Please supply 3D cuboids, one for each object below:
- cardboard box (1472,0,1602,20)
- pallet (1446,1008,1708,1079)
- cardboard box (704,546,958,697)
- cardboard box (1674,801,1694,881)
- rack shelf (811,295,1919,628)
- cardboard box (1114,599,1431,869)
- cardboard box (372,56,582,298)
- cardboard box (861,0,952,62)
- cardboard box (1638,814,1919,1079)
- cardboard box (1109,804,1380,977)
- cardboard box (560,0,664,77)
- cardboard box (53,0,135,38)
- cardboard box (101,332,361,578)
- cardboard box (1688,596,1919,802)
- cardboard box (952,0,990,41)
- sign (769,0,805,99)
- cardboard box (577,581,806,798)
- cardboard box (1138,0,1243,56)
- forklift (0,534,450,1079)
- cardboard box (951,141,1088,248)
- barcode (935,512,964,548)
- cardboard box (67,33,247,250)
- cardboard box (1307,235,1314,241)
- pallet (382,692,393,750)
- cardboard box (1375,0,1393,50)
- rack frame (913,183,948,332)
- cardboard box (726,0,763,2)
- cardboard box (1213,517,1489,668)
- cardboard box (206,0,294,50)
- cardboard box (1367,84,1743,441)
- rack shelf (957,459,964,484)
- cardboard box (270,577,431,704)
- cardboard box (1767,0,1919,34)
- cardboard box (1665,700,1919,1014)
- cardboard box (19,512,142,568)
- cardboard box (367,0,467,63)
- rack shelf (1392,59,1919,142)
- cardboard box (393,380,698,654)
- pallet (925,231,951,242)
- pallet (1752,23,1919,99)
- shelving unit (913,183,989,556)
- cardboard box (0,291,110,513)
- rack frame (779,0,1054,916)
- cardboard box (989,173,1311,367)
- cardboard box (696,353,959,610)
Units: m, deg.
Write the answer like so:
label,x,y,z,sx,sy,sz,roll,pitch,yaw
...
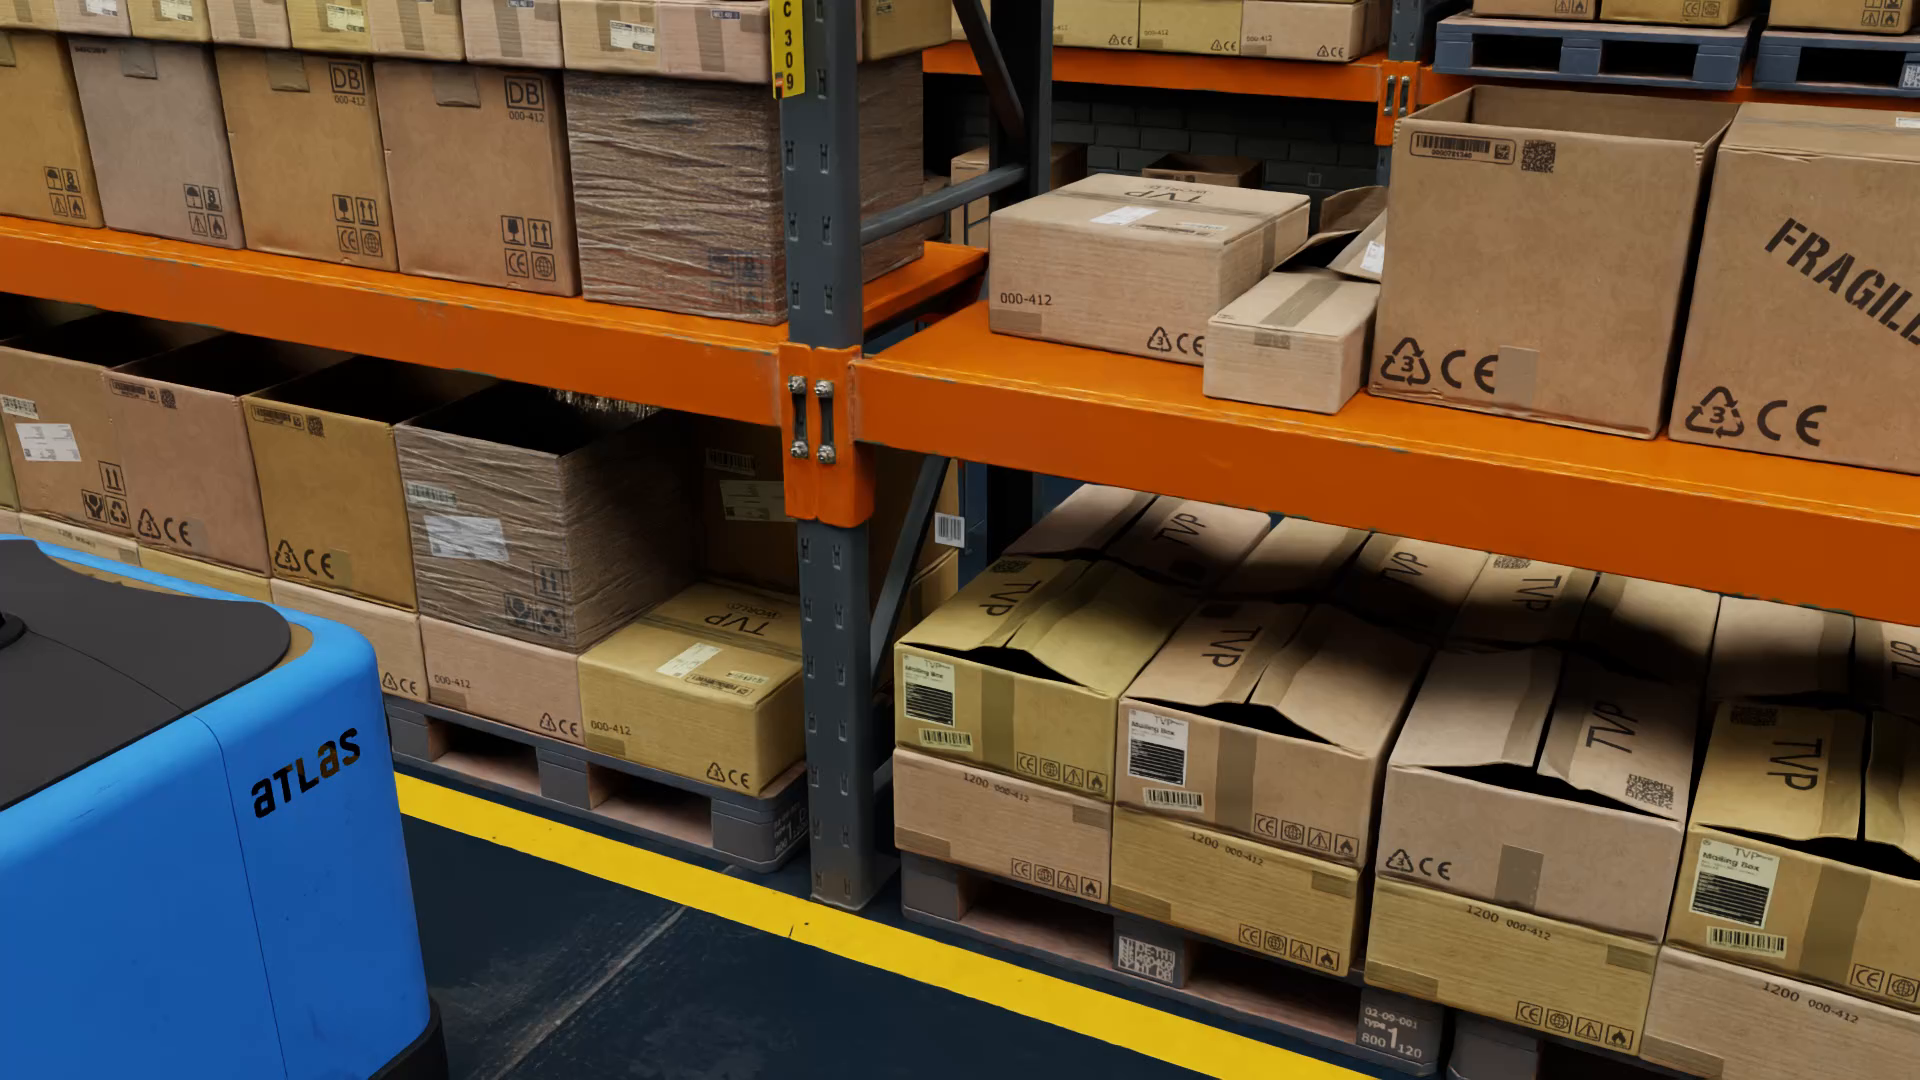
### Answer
label,x,y,z,sx,sy,sz,roll,pitch,yaw
cardboard box,2.610,-2.594,7.328,0.500,0.500,0.700,11,26,25
pallet,1.707,0.898,3.369,1.213,0.211,1.003,11,25,25
cardboard box,-0.338,0.167,4.500,0.500,0.250,0.500,11,25,25
cardboard box,1.801,0.598,3.489,0.500,0.250,0.500,12,26,26
rack shelf,1.724,-0.033,2.913,4.000,0.370,1.077,11,25,25
cardboard box,0.640,0.347,3.361,0.500,0.311,0.500,11,25,24
cardboard box,-0.933,-0.930,3.976,0.500,0.500,0.700,11,25,24
cardboard box,-0.213,-1.177,3.727,0.250,0.149,0.380,11,25,24
cardboard box,1.560,0.784,3.050,0.500,0.250,0.500,12,26,26
cardboard box,0.643,0.604,3.475,0.500,0.250,0.500,12,26,26
cardboard box,-0.620,-1.079,3.498,0.250,0.149,0.380,11,25,23
cardboard box,-2.006,-1.352,4.139,0.250,0.149,0.380,11,26,25
cardboard box,-1.915,-0.258,4.543,0.500,0.500,0.500,11,25,25
cardboard box,1.788,0.337,3.385,0.500,0.311,0.500,11,25,24
cardboard box,0.265,-2.628,8.263,0.500,0.250,0.500,11,26,25
sign,-0.310,-0.958,2.962,0.005,0.325,0.100,11,25,25
cardboard box,-0.573,0.350,4.072,0.500,0.250,0.500,11,25,25
cardboard box,1.170,-2.456,7.859,0.500,0.250,0.500,11,26,25
forklift,-2.047,0.209,1.514,1.130,2.935,3.031,11,26,25
cardboard box,0.319,-1.805,8.793,0.500,0.500,0.700,10,25,21
barcode,-0.021,-0.020,3.370,0.075,0.075,0.001,11,25,25
cardboard box,-1.837,-1.110,4.399,0.500,0.500,0.700,12,26,26
cardboard box,1.680,-1.430,8.338,0.250,0.166,0.380,8,24,18
pallet,-1.845,0.196,5.019,1.213,0.211,1.003,11,25,25
cardboard box,1.848,-2.546,8.069,0.500,0.250,0.500,11,26,25
rack frame,-0.095,-0.571,5.559,0.006,1.200,0.240,11,25,25
cardboard box,-0.460,-1.436,3.508,0.500,0.500,0.700,11,26,25
cardboard box,0.897,0.158,3.805,0.500,0.311,0.500,12,26,26
cardboard box,-1.533,-1.259,3.922,0.250,0.149,0.380,12,26,26
cardboard box,1.087,-0.529,3.032,0.500,0.500,0.500,13,26,28
rack shelf,-0.013,-0.293,5.633,0.180,0.103,0.258,11,25,25
cardboard box,-1.468,0.175,4.483,0.500,0.250,0.500,11,25,25
cardboard box,3.707,-2.388,6.842,0.500,0.500,0.700,15,27,32
cardboard box,1.568,0.528,2.936,0.500,0.311,0.500,12,26,26
cardboard box,-2.359,-0.003,4.902,0.500,0.250,0.500,11,25,25
cardboard box,-1.090,-1.170,3.713,0.250,0.149,0.380,11,25,24
rack shelf,3.956,-1.763,6.983,4.000,0.370,1.077,11,25,25
cardboard box,-1.014,-0.088,4.142,0.500,0.500,0.500,11,25,25
pallet,-0.622,-1.702,9.481,1.213,0.211,1.003,11,25,25
pallet,3.955,-1.988,6.838,1.213,0.211,1.003,11,25,25
shelving unit,-0.013,-0.555,5.521,0.189,1.200,0.258,11,25,25
cardboard box,-2.805,-0.436,4.961,0.500,0.500,0.500,11,25,25
rack frame,-0.061,-0.717,3.603,0.127,3.000,1.000,11,25,25
cardboard box,0.398,-0.576,3.464,0.500,0.250,0.500,13,26,28
cardboard box,-0.334,-0.181,4.362,0.500,0.500,0.500,11,25,25
